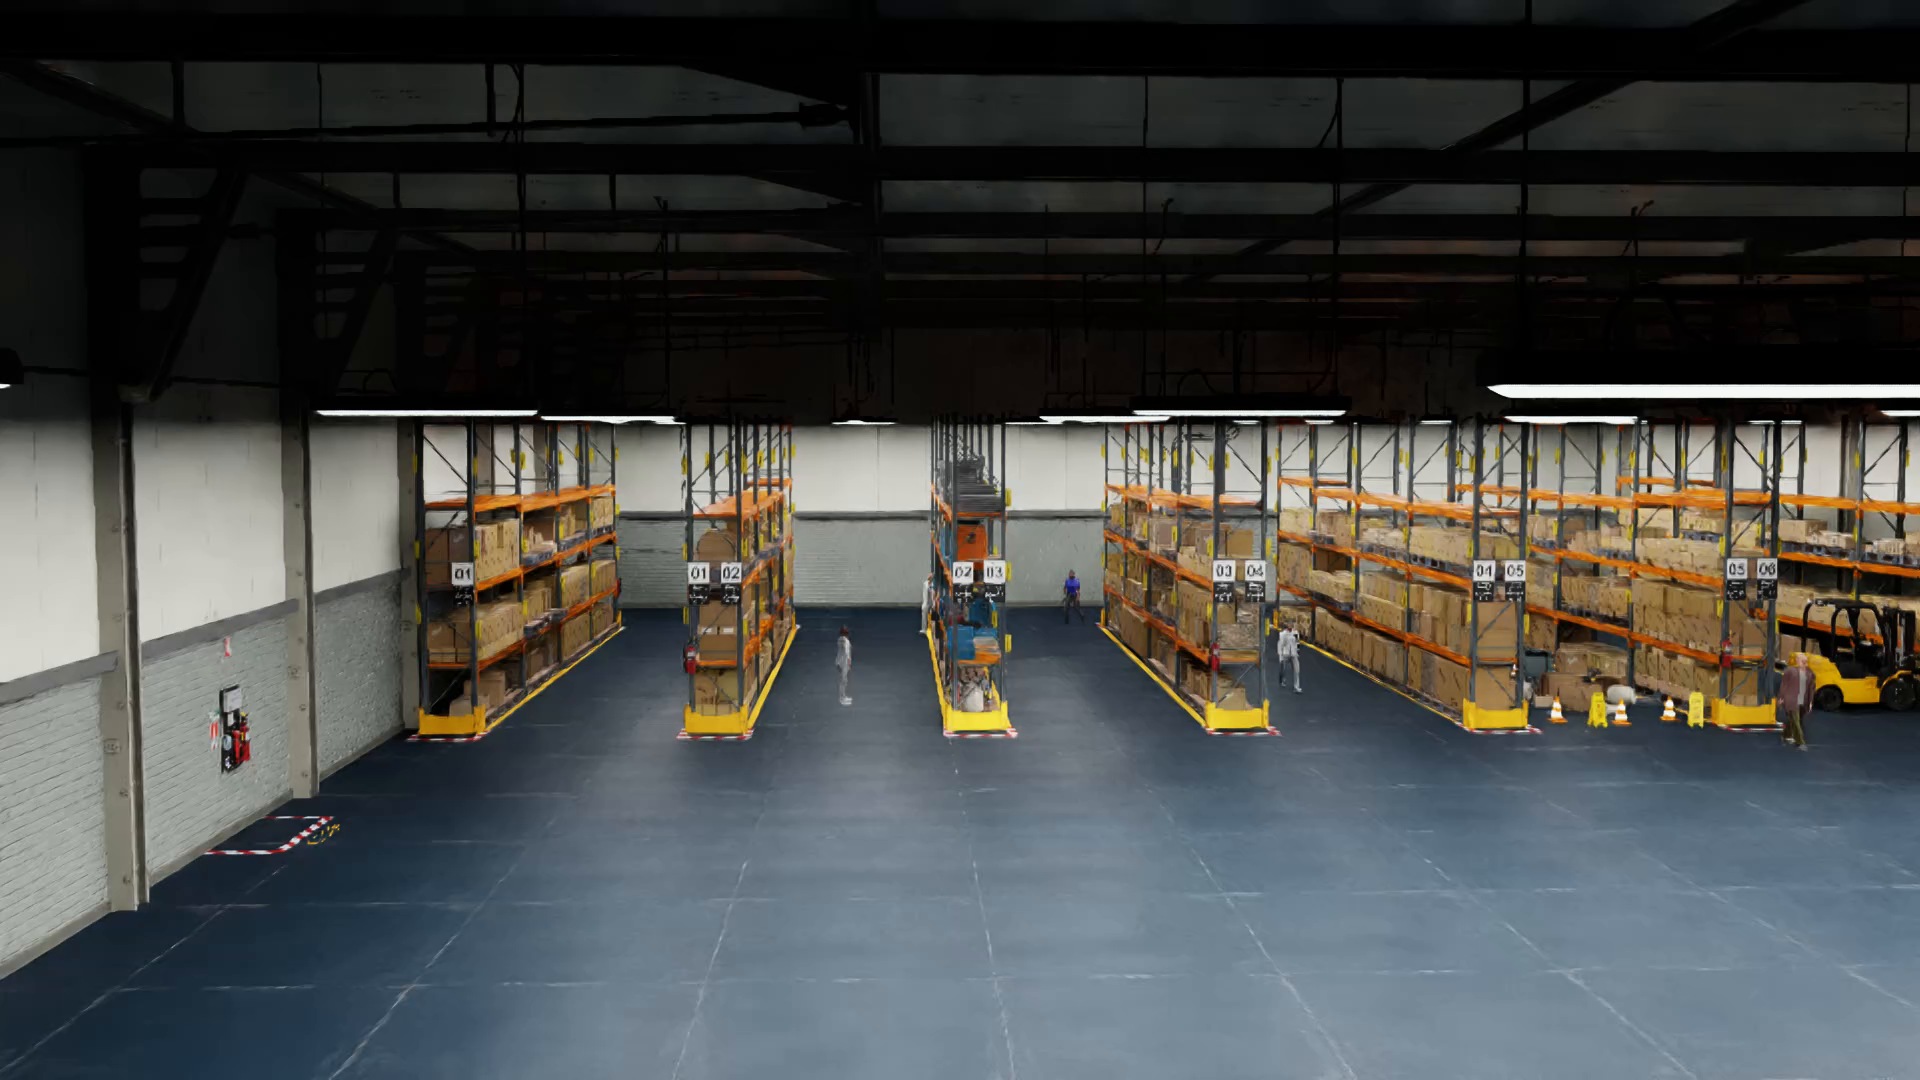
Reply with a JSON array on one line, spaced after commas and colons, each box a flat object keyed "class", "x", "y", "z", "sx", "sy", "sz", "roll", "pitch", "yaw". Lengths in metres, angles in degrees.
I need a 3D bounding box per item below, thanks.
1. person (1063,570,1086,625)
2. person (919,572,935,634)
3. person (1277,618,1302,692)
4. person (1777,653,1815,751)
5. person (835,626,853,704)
[{"class": "person", "x": 3.308, "y": 1.642, "z": 48.344, "sx": 0.618, "sy": 1.611, "sz": 0.747, "roll": 2, "pitch": 4, "yaw": 26}, {"class": "person", "x": -0.770, "y": 1.731, "z": 46.017, "sx": 0.634, "sy": 1.731, "sz": 1.019, "roll": 1, "pitch": 4, "yaw": 18}, {"class": "person", "x": 7.114, "y": 2.461, "z": 35.973, "sx": 0.495, "sy": 1.589, "sz": 1.086, "roll": 0, "pitch": 4, "yaw": 0}, {"class": "person", "x": 14.890, "y": 2.842, "z": 29.495, "sx": 0.589, "sy": 1.697, "sz": 1.176, "roll": 0, "pitch": 4, "yaw": -4}, {"class": "person", "x": -2.365, "y": 2.570, "z": 34.363, "sx": 0.417, "sy": 1.603, "sz": 0.505, "roll": -2, "pitch": 5, "yaw": -31}]
